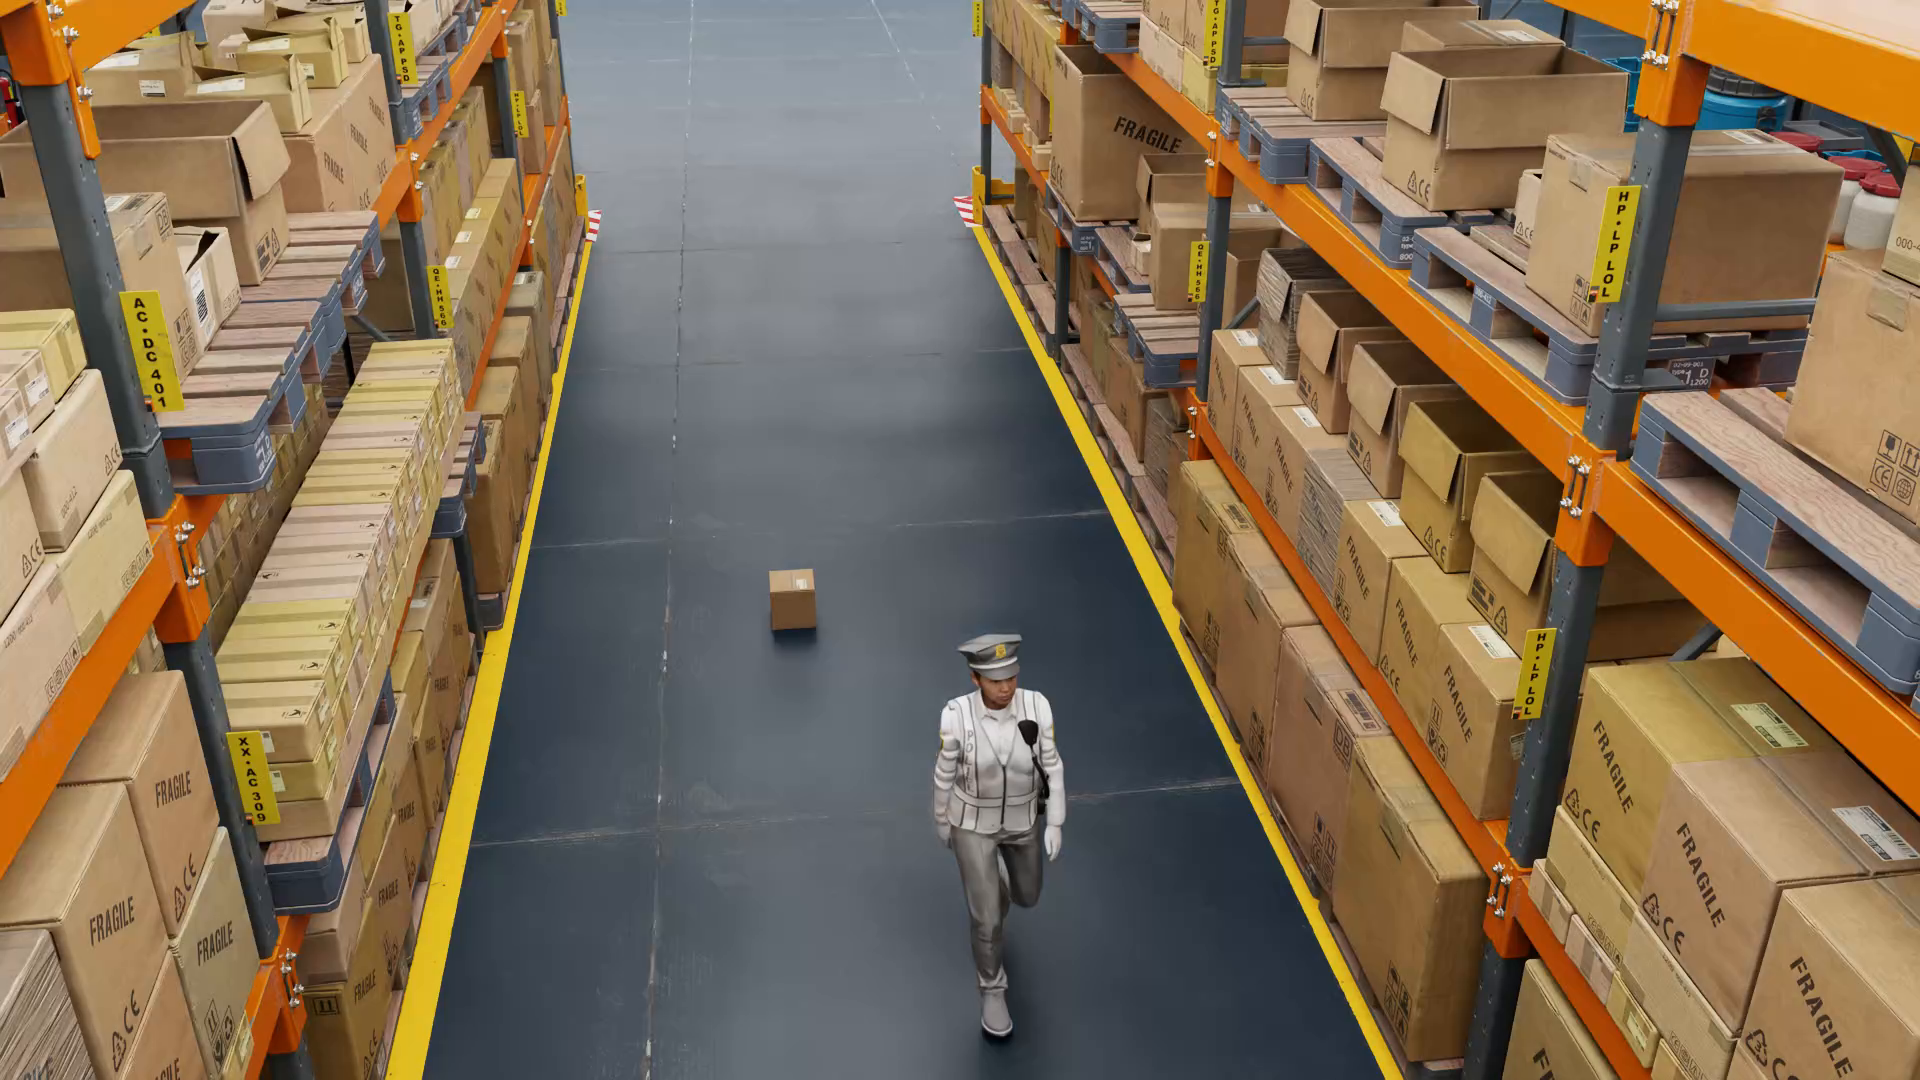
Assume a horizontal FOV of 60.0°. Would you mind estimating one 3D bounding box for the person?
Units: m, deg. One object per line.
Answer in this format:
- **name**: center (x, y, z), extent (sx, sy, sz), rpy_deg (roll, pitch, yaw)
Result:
- **person**: center (0.144, 1.051, 6.524), extent (0.495, 1.654, 0.792), rpy_deg (-6, 28, -12)
